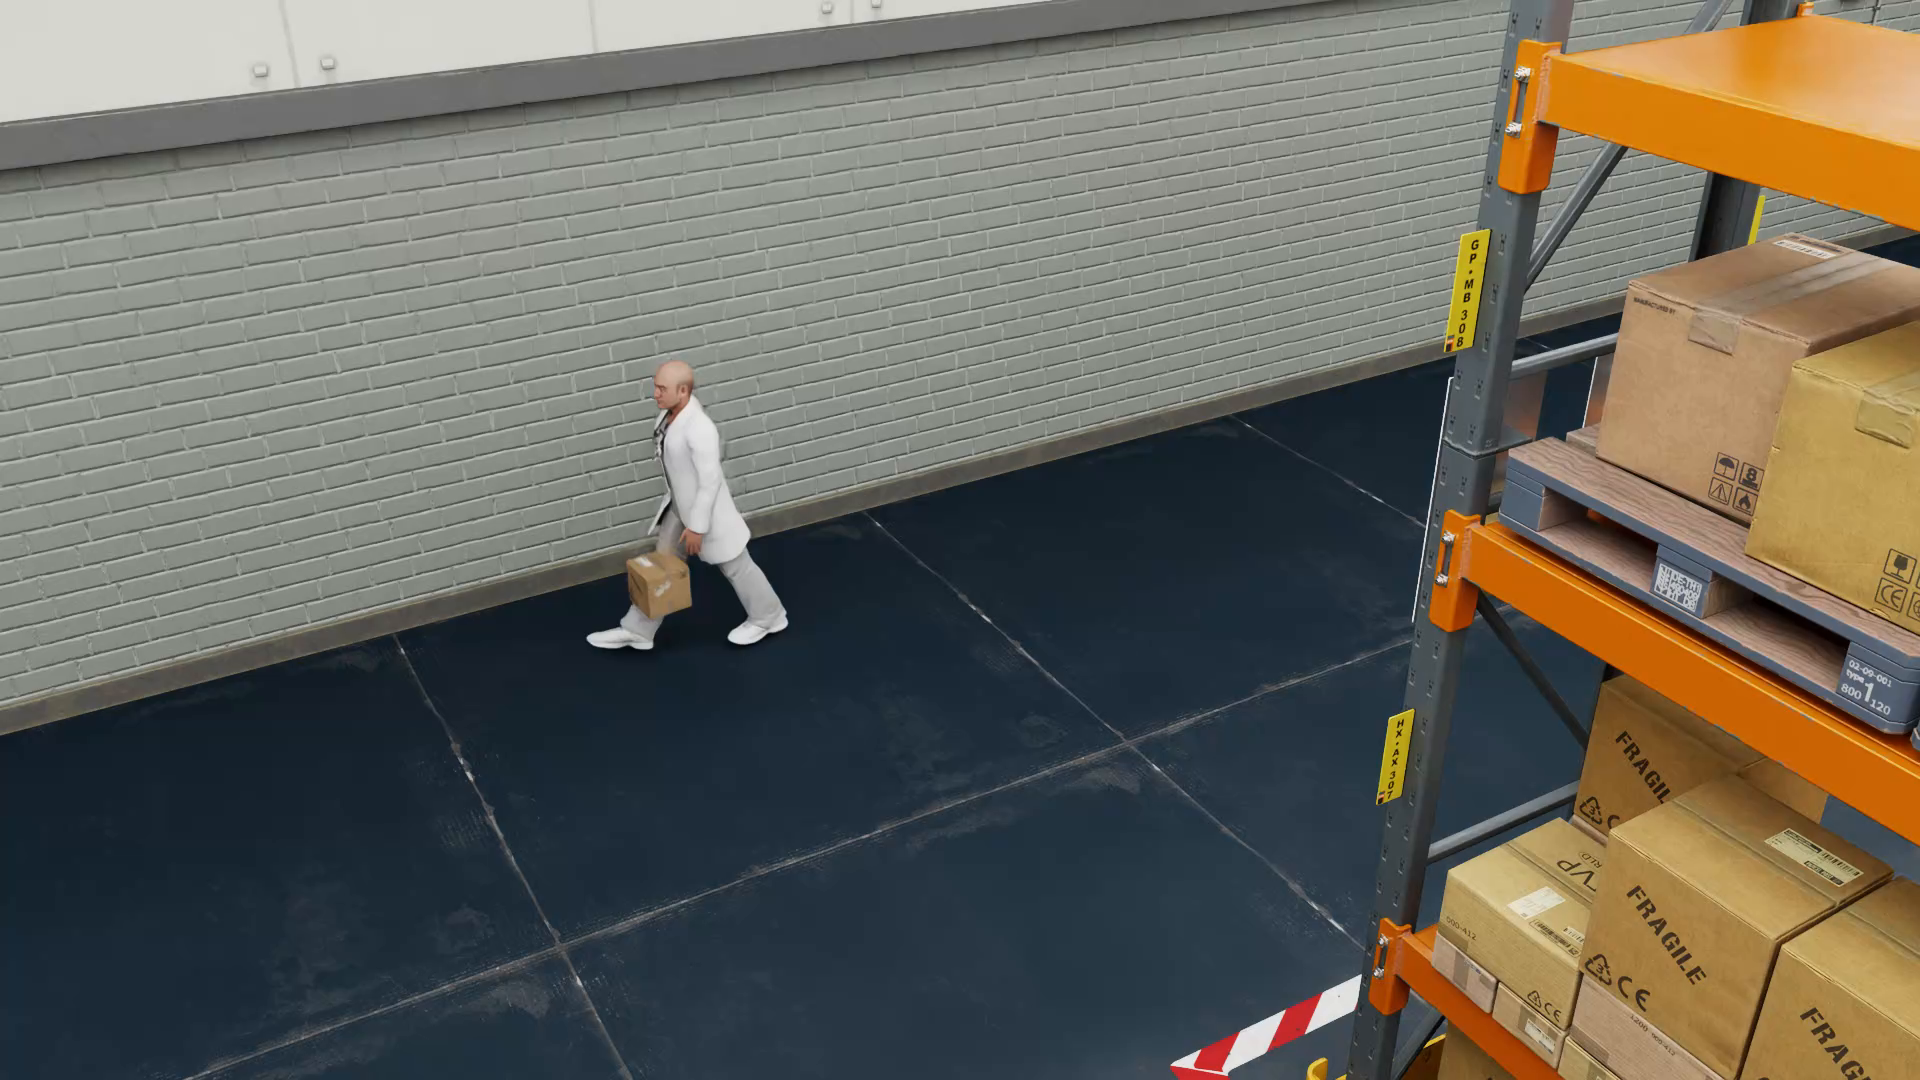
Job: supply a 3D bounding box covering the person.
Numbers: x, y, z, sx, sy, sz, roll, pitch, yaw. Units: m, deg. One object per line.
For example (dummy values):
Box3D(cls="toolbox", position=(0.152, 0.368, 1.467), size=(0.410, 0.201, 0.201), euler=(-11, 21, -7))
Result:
Box3D(cls="person", position=(-1.475, -0.148, 8.858), size=(1.101, 1.723, 0.583), euler=(-16, 33, -27))
